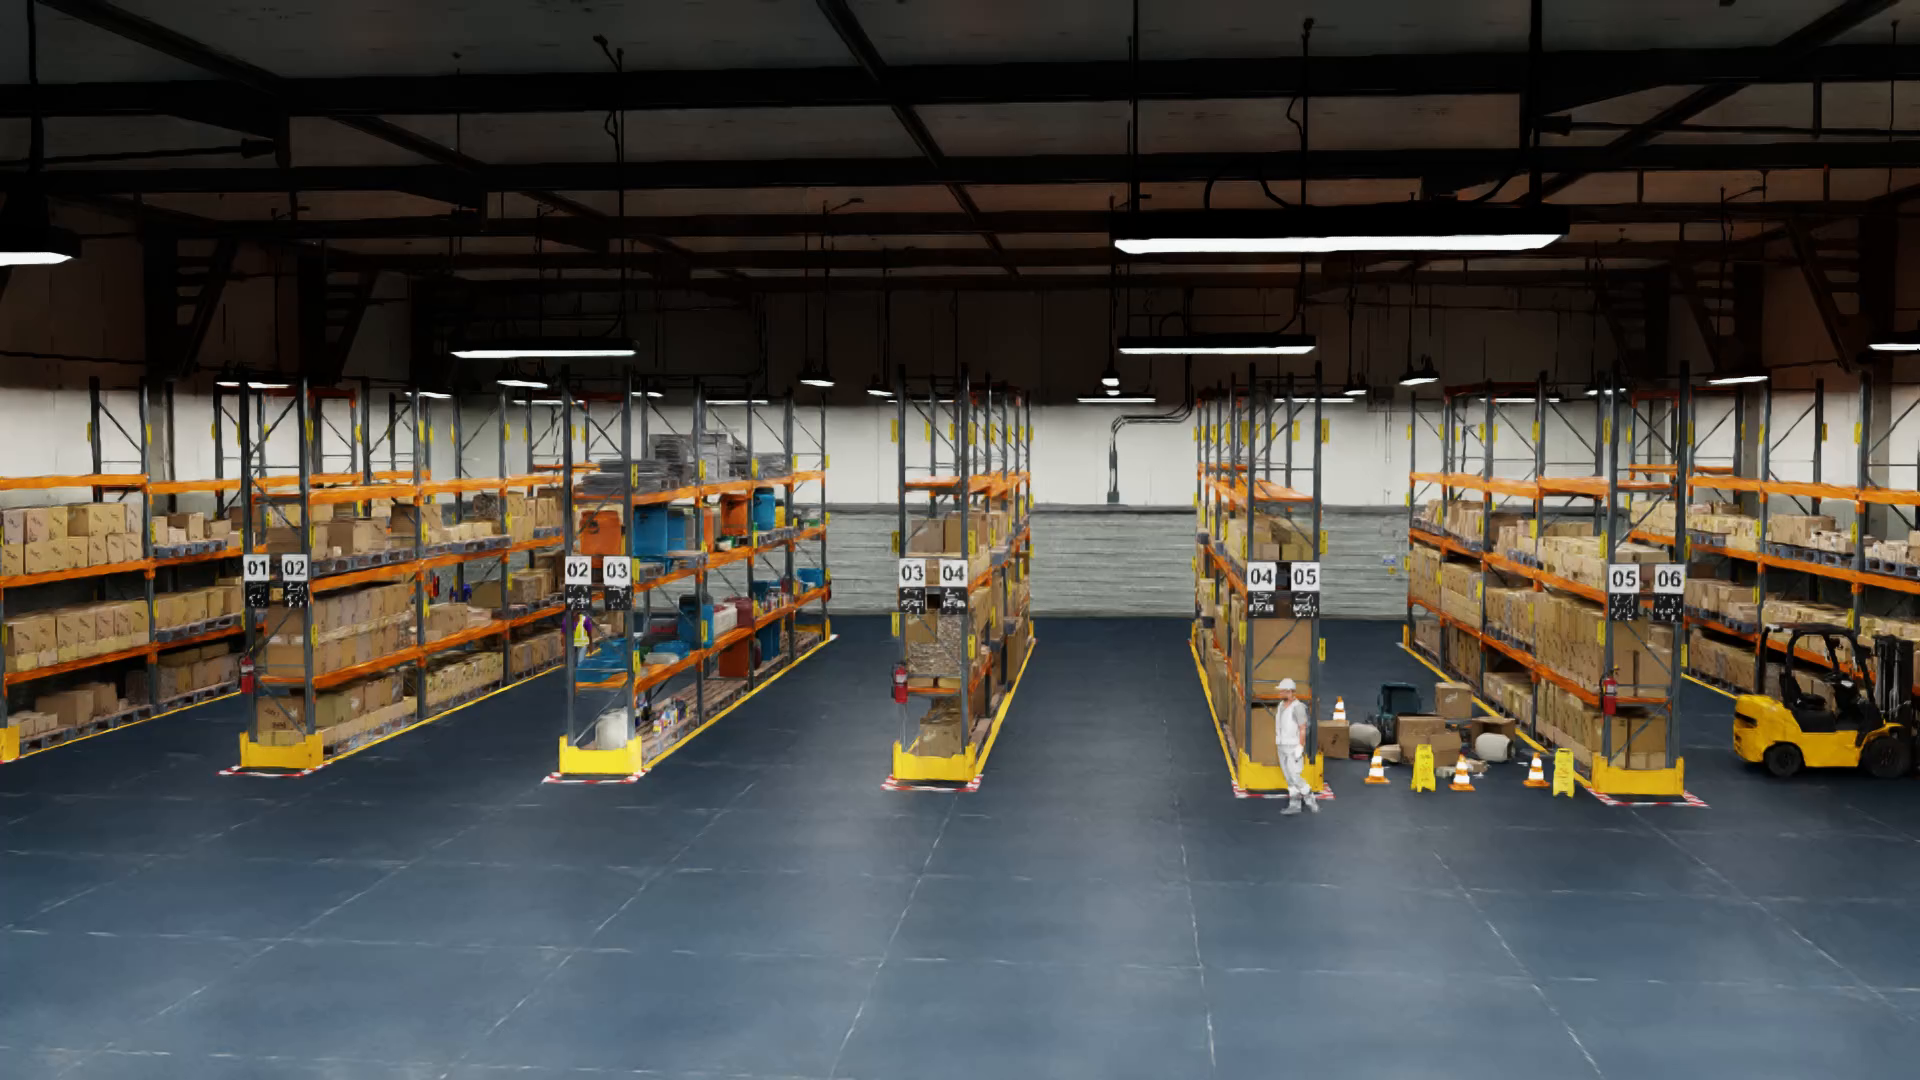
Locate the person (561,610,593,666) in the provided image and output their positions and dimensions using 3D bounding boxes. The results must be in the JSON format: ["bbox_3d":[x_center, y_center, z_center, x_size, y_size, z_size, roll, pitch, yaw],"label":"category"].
[{"bbox_3d":[-7.507,2.055,32.490,0.583,1.686,1.111,0,4,4],"label":"person"}]

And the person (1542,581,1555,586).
[{"bbox_3d":[15.015,1.357,42.776,0.538,1.763,0.696,-2,4,-31],"label":"person"}]

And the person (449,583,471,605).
[{"bbox_3d":[-12.167,1.614,40.559,0.592,1.590,0.513,0,4,3],"label":"person"}]

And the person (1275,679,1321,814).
[{"bbox_3d":[4.403,2.705,21.764,0.458,1.779,0.704,-2,4,-27],"label":"person"}]
